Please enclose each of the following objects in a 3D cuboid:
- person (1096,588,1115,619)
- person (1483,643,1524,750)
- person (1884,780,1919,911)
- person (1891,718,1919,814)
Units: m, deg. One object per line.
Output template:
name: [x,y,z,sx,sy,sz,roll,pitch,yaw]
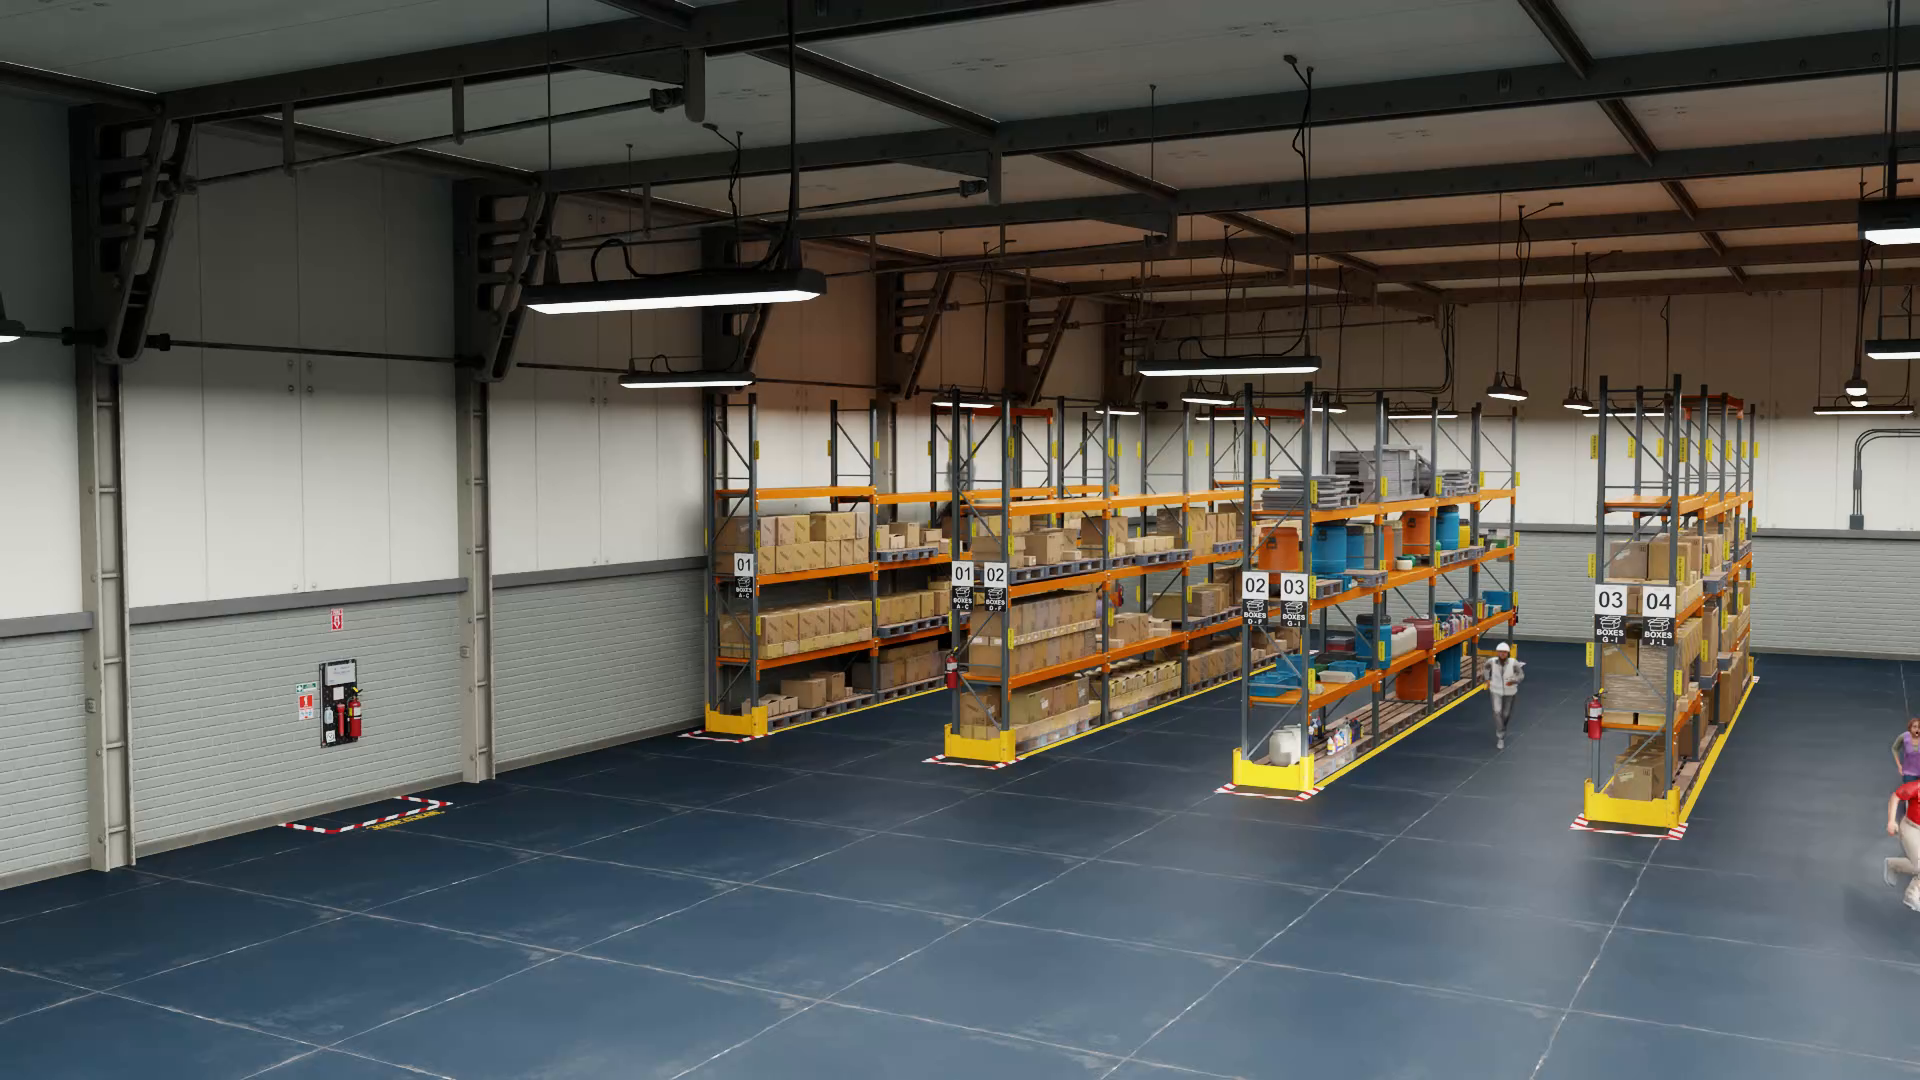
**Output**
person: [3.143,1.893,37.653,0.592,1.643,0.577,2,4,29]
person: [9.221,2.607,28.236,0.661,1.778,1.083,1,3,14]
person: [10.482,3.214,18.163,0.655,1.662,0.764,-1,3,-19]
person: [12.388,3.077,21.584,0.536,1.556,0.967,1,3,22]
